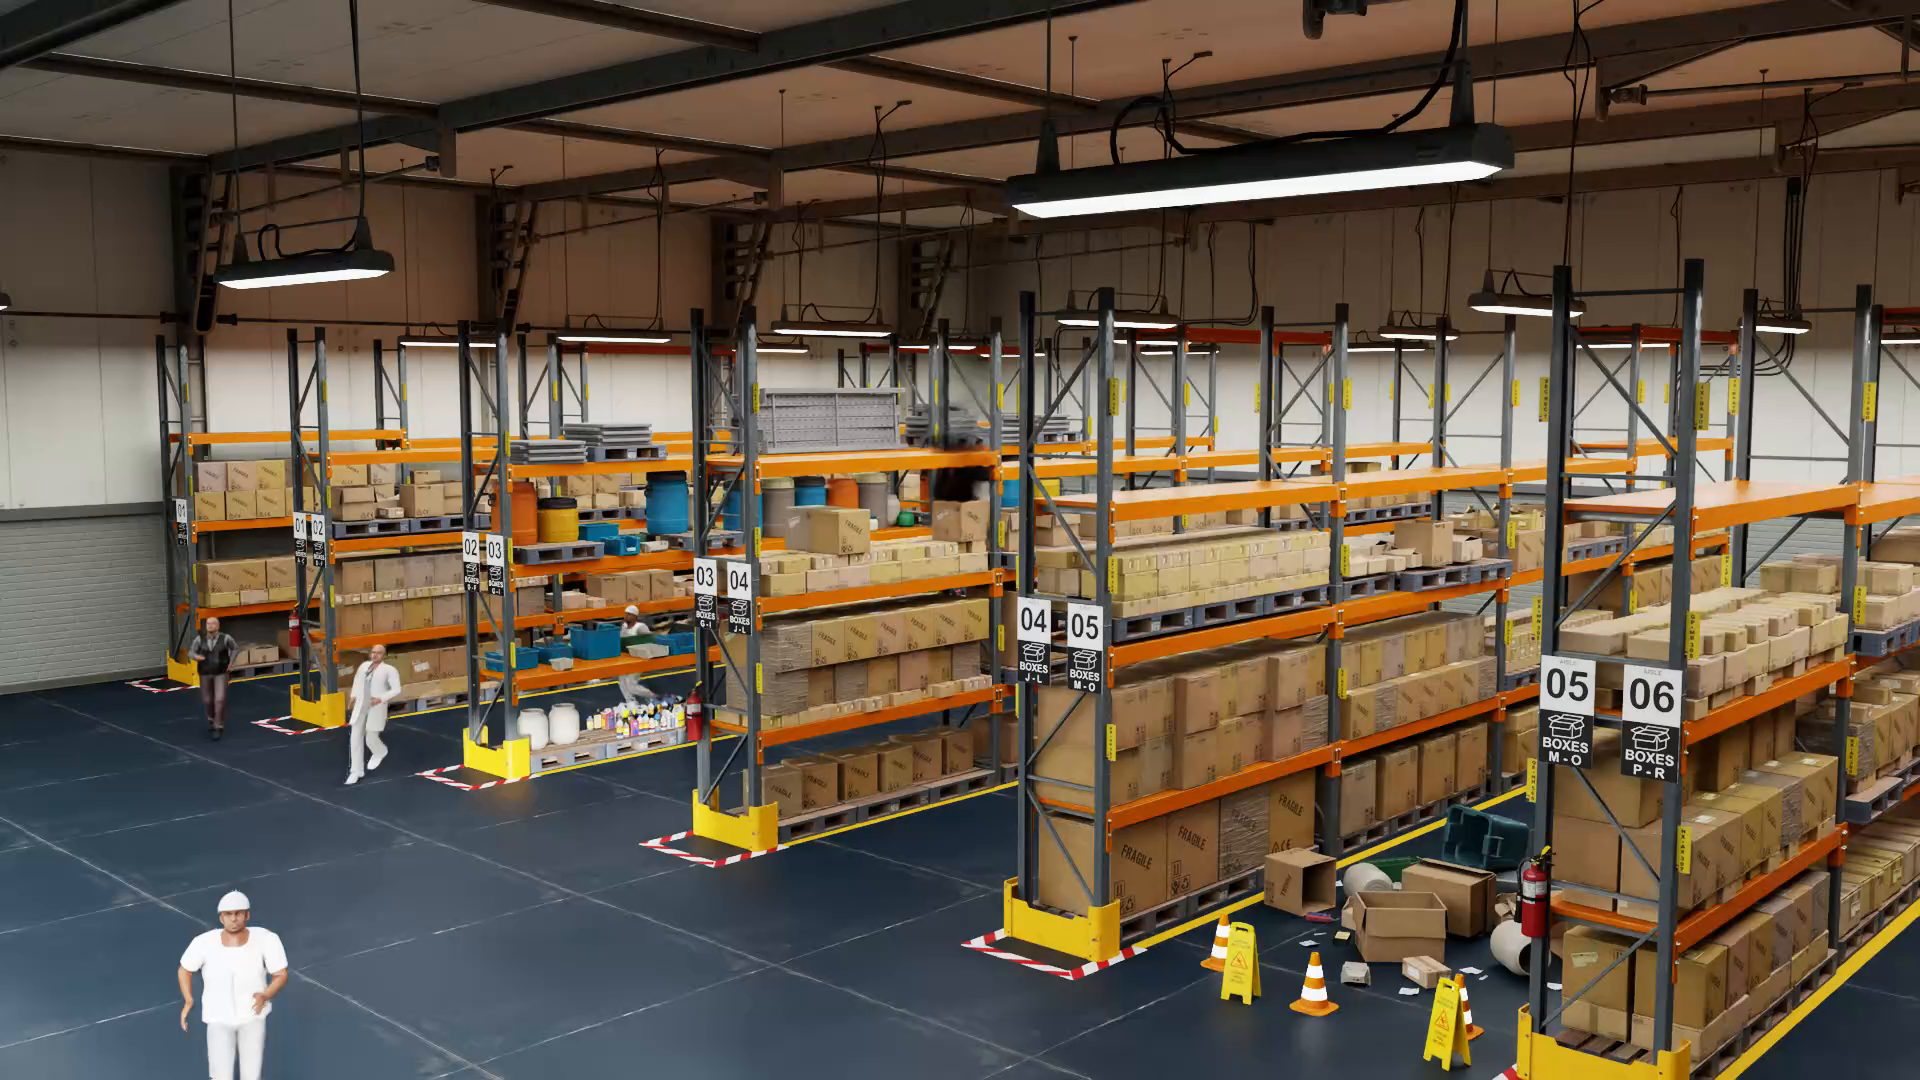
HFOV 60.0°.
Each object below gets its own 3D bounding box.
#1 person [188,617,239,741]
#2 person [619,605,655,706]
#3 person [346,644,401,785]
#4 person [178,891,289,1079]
[{"bbox_3d":[-10.945,2.006,24.348,0.663,1.745,0.848,-1,5,-10],"label":"person"},{"bbox_3d":[-5.049,1.872,25.803,0.693,1.744,0.596,5,7,42],"label":"person"},{"bbox_3d":[-7.690,2.280,21.792,0.748,1.711,0.912,1,5,9],"label":"person"},{"bbox_3d":[-4.918,3.246,11.285,0.695,1.718,0.583,-2,6,-23],"label":"person"}]
